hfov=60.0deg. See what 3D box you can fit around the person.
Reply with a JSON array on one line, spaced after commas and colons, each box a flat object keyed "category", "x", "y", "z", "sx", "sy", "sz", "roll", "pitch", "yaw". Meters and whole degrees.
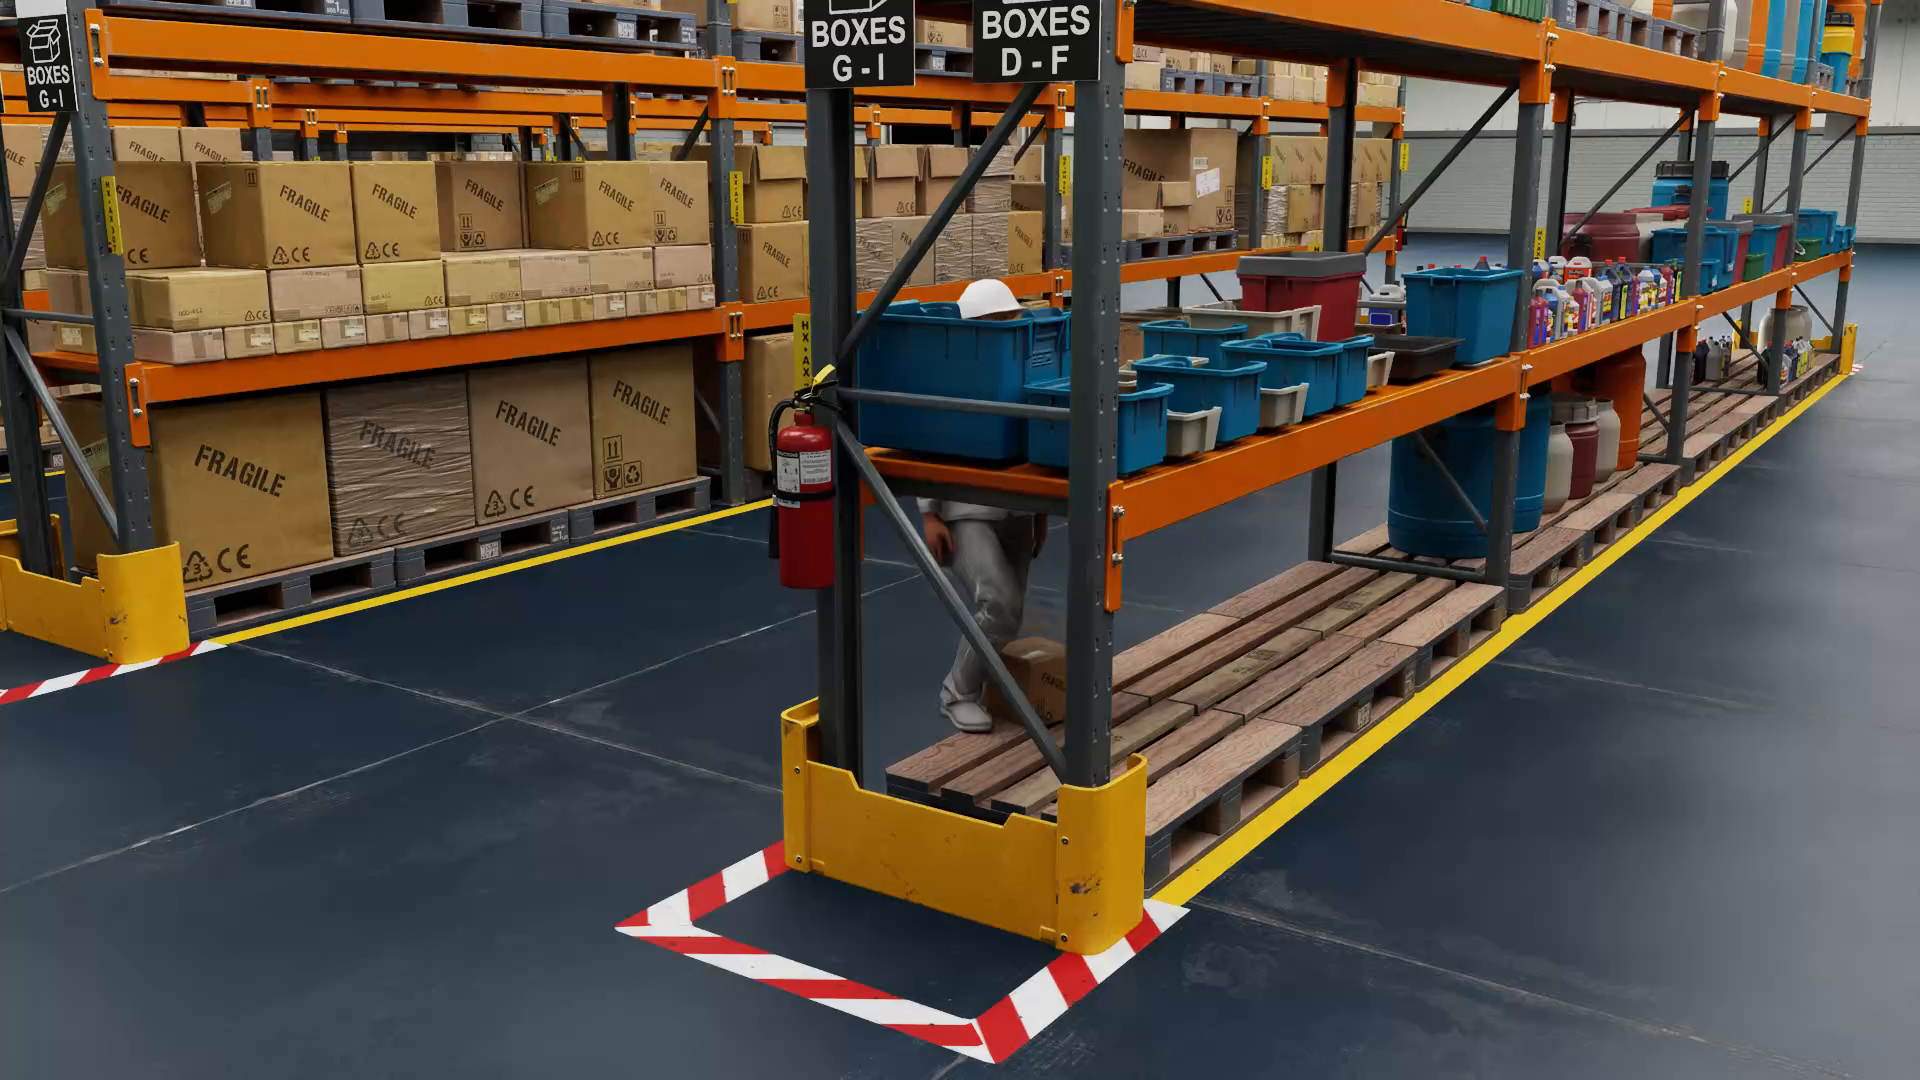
[{"category": "person", "x": 0.137, "y": -0.054, "z": 6.110, "sx": 0.624, "sy": 1.777, "sz": 0.613, "roll": -10, "pitch": 16, "yaw": -38}]
